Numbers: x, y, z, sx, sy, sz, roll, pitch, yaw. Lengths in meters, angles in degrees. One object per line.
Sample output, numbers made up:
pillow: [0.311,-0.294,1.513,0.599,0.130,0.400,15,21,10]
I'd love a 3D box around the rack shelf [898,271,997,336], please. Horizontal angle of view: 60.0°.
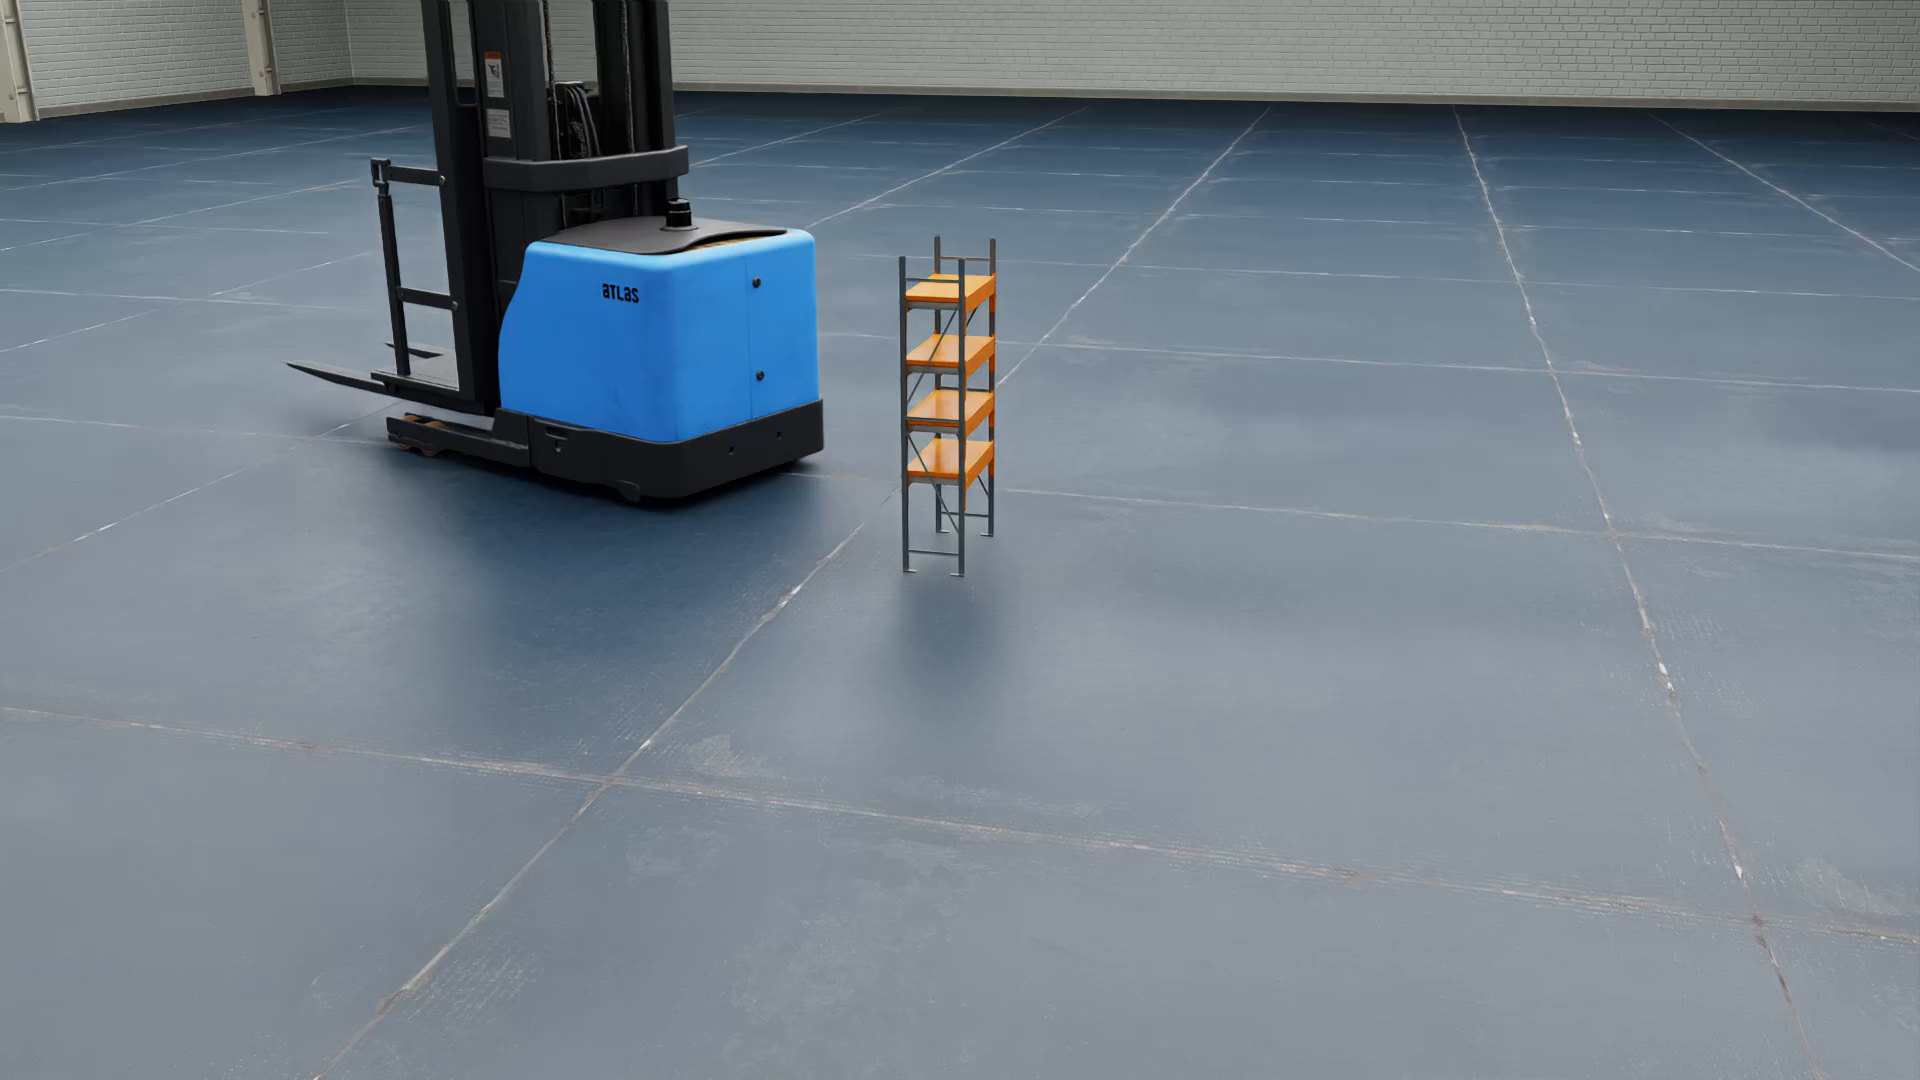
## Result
rack shelf: [-0.040,-0.888,6.215,0.258,0.148,0.480,5,19,13]

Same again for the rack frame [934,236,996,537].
rack frame: [0.019,-0.592,6.566,0.240,1.200,0.015,5,19,13]

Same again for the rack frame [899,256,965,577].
rack frame: [-0.100,-0.439,6.118,0.240,1.200,0.015,5,19,13]

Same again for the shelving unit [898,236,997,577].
shelving unit: [-0.040,-0.516,6.342,0.258,1.200,0.503,5,19,13]

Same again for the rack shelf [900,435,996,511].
rack shelf: [-0.040,-0.264,6.428,0.258,0.148,0.480,5,19,13]

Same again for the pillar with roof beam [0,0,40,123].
pillar with roof beam: [-10.178,-10.324,22.992,9.100,9.000,0.400,5,19,13]

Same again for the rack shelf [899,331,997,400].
rack shelf: [-0.040,-0.664,6.291,0.258,0.148,0.480,5,19,13]

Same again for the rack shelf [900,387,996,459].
rack shelf: [-0.040,-0.452,6.363,0.258,0.148,0.480,5,19,13]

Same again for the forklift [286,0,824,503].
forklift: [-2.119,-1.904,7.728,3.031,2.935,1.130,13,23,34]

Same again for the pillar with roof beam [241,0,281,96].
pillar with roof beam: [-8.712,-12.205,28.498,9.100,9.000,0.400,5,19,13]
